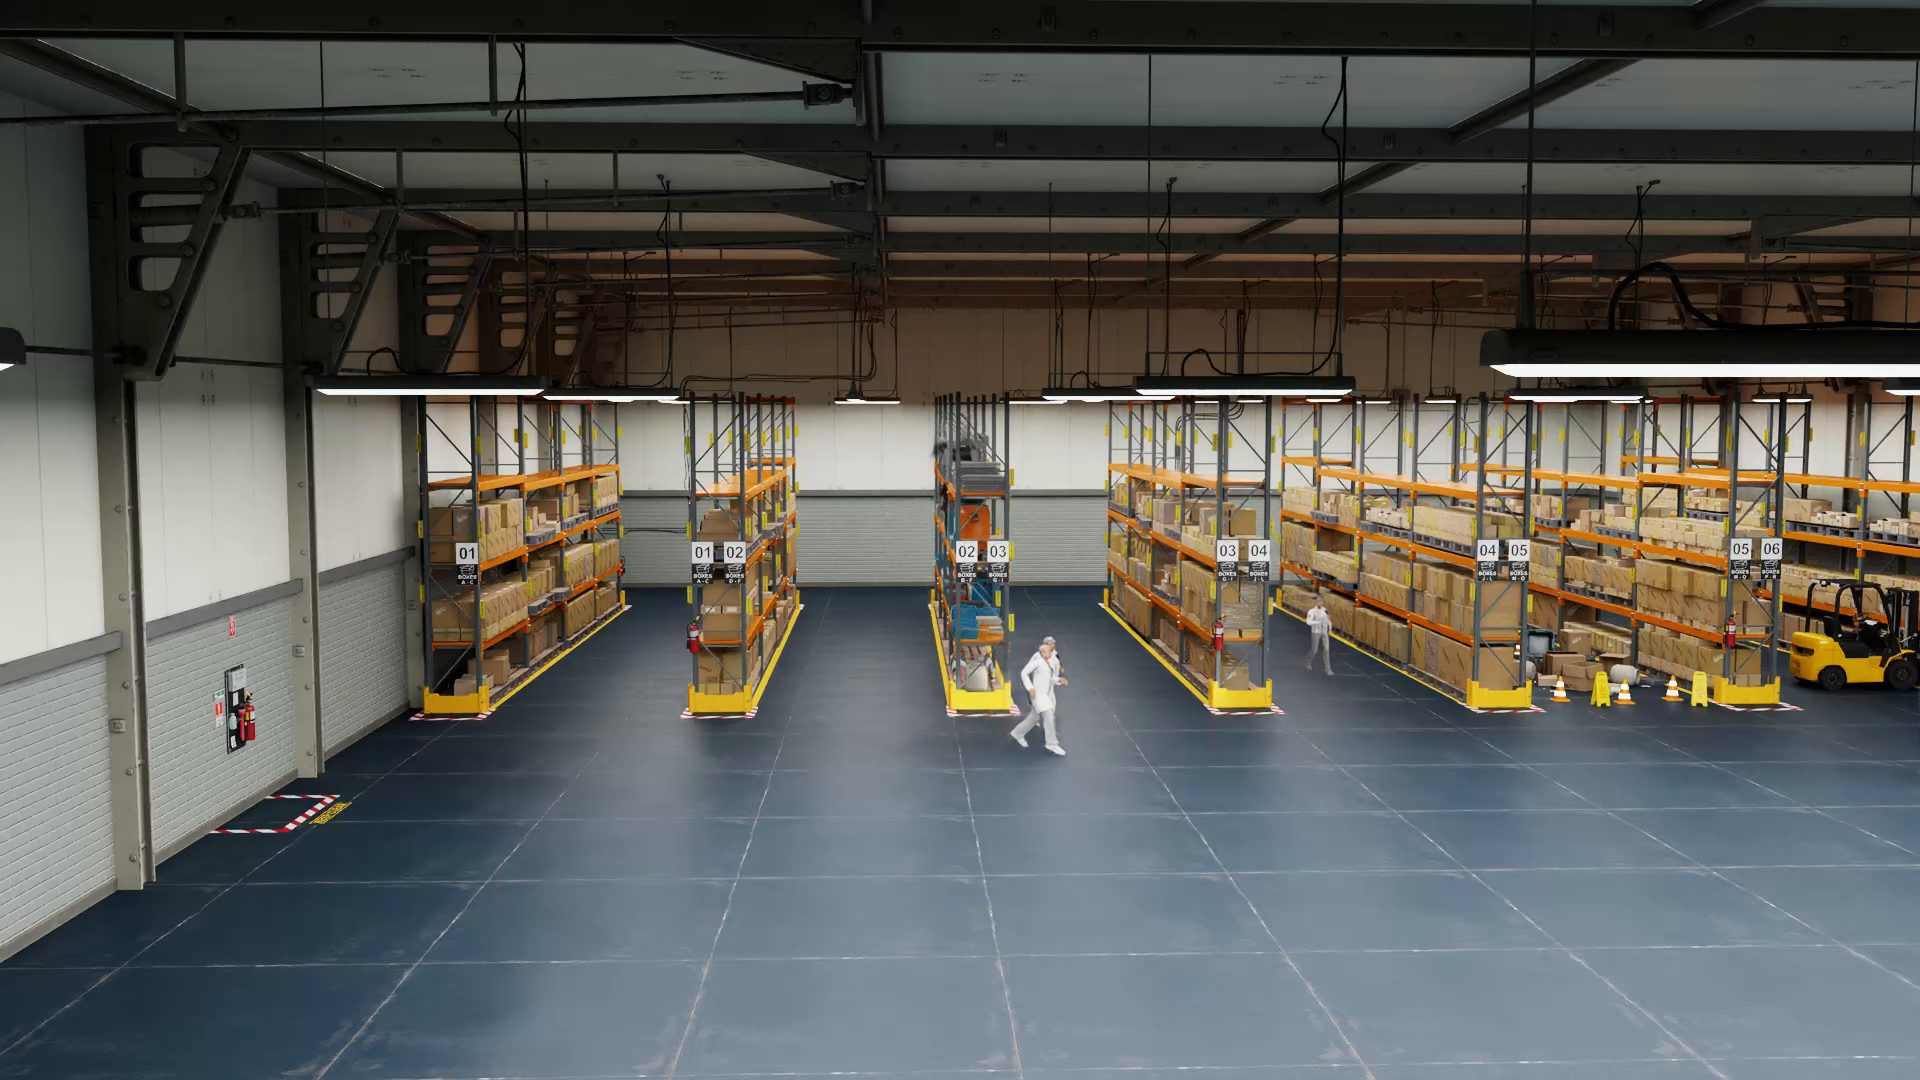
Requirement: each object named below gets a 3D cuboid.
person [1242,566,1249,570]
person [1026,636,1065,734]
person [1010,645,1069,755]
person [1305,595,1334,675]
[{"bbox_3d":[7.886,1.129,47.047,0.697,1.656,0.733,2,5,19],"label":"person"},{"bbox_3d":[1.499,2.545,29.390,0.764,1.717,0.598,3,6,36],"label":"person"},{"bbox_3d":[1.300,2.624,27.610,1.036,1.802,0.651,2,5,22],"label":"person"},{"bbox_3d":[7.725,2.005,35.632,0.624,1.668,0.997,-1,5,-11],"label":"person"}]
